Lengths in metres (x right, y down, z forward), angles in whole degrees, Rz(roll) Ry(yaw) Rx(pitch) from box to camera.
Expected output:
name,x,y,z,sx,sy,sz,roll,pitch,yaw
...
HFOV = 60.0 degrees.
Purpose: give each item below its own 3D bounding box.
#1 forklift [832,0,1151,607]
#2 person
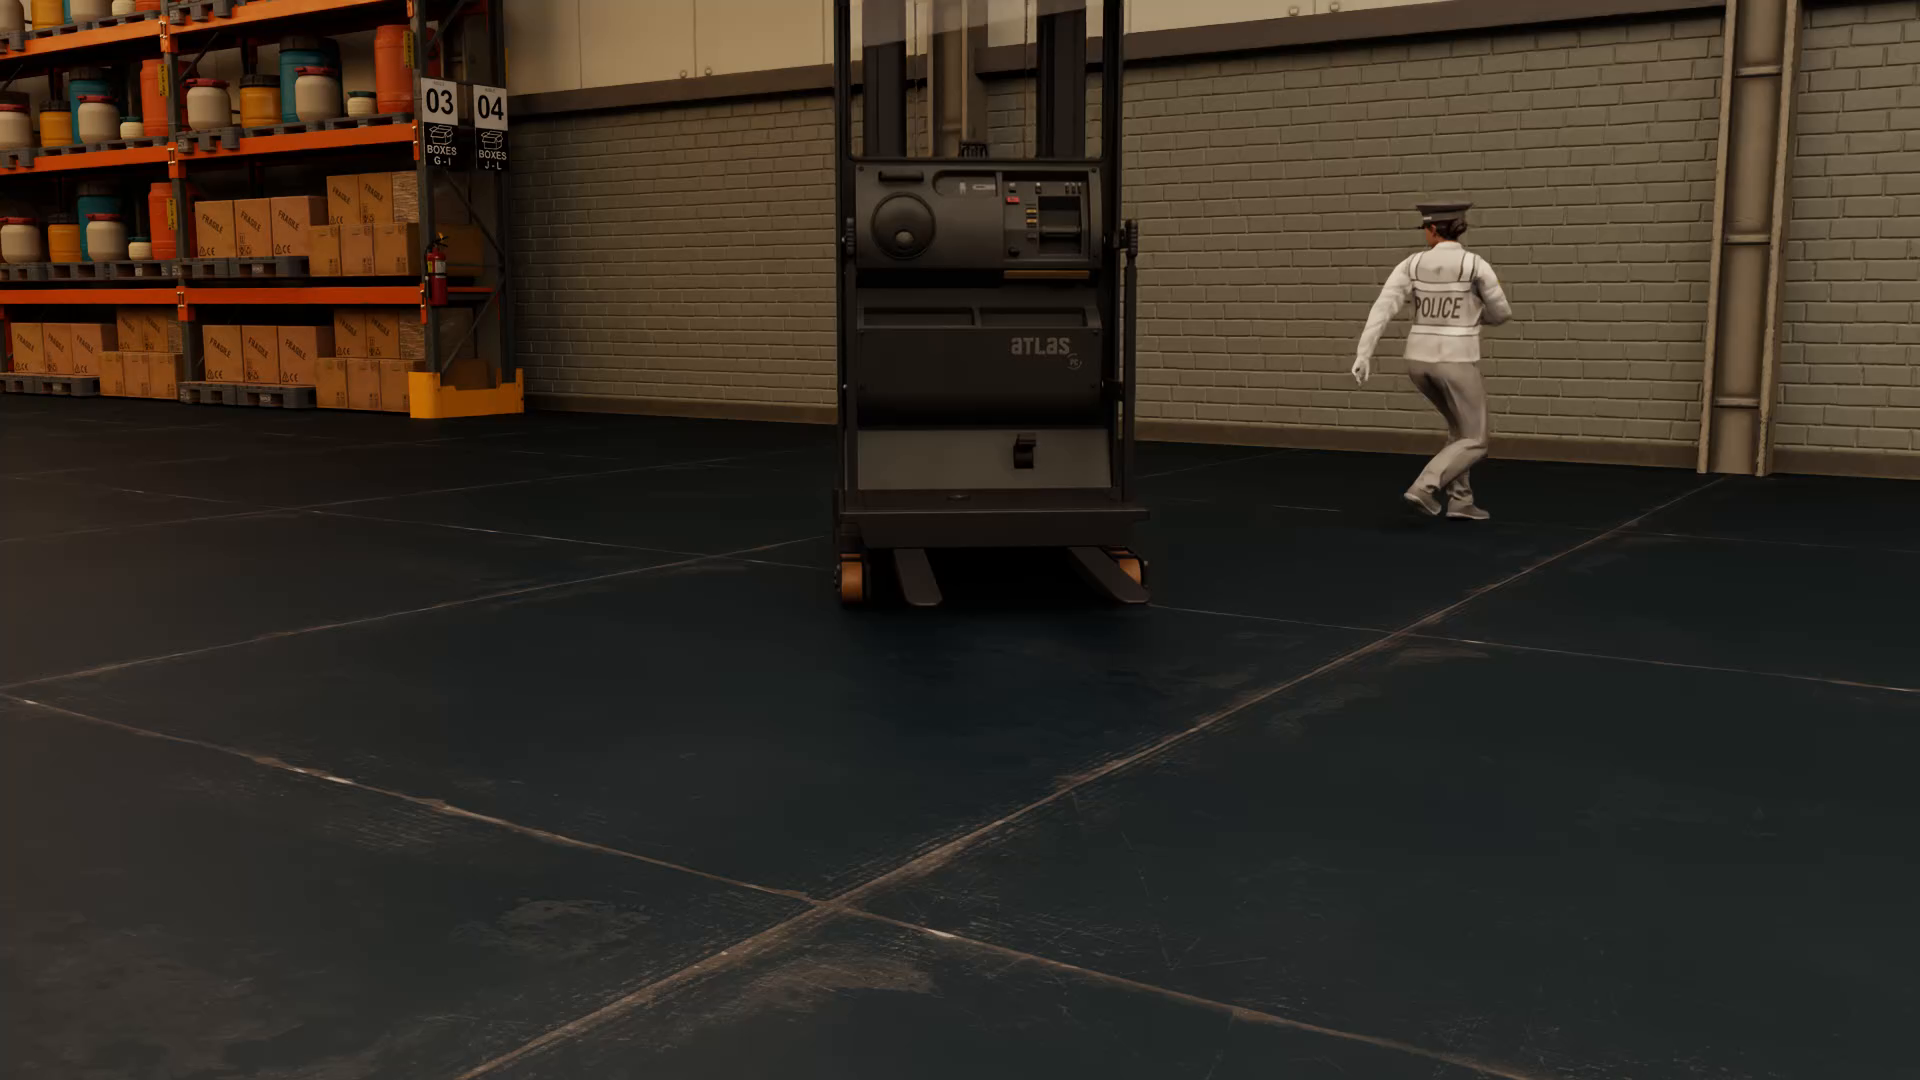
name,x,y,z,sx,sy,sz,roll,pitch,yaw
forklift,0.089,-1.262,6.067,1.130,2.935,3.031,-1,8,-4
person,2.351,-0.862,8.130,0.770,1.591,0.541,-5,10,-34
